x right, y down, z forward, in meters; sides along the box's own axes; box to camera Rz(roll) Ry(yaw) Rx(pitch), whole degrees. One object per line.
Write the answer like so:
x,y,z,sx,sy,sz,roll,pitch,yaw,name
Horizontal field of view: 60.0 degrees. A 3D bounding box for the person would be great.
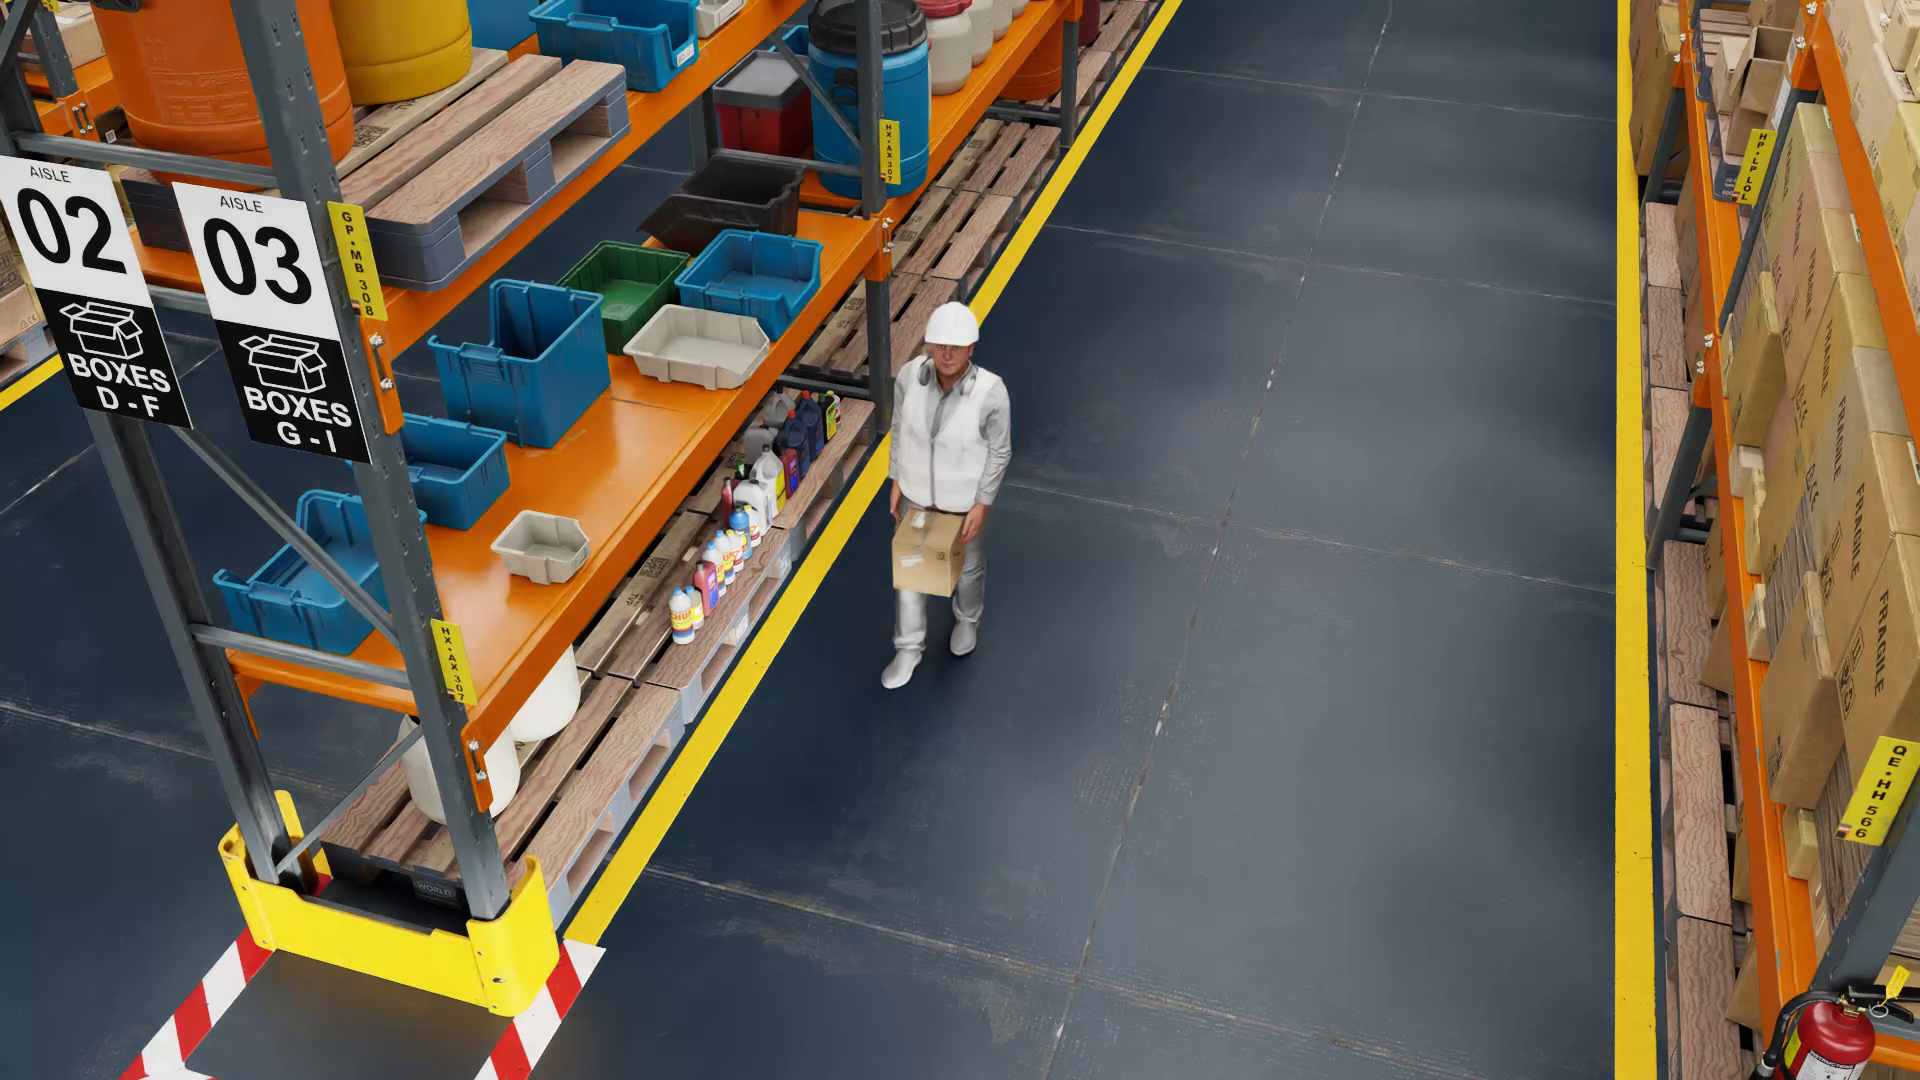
-0.061,-0.175,7.084,0.540,1.767,0.646,10,38,14,person
